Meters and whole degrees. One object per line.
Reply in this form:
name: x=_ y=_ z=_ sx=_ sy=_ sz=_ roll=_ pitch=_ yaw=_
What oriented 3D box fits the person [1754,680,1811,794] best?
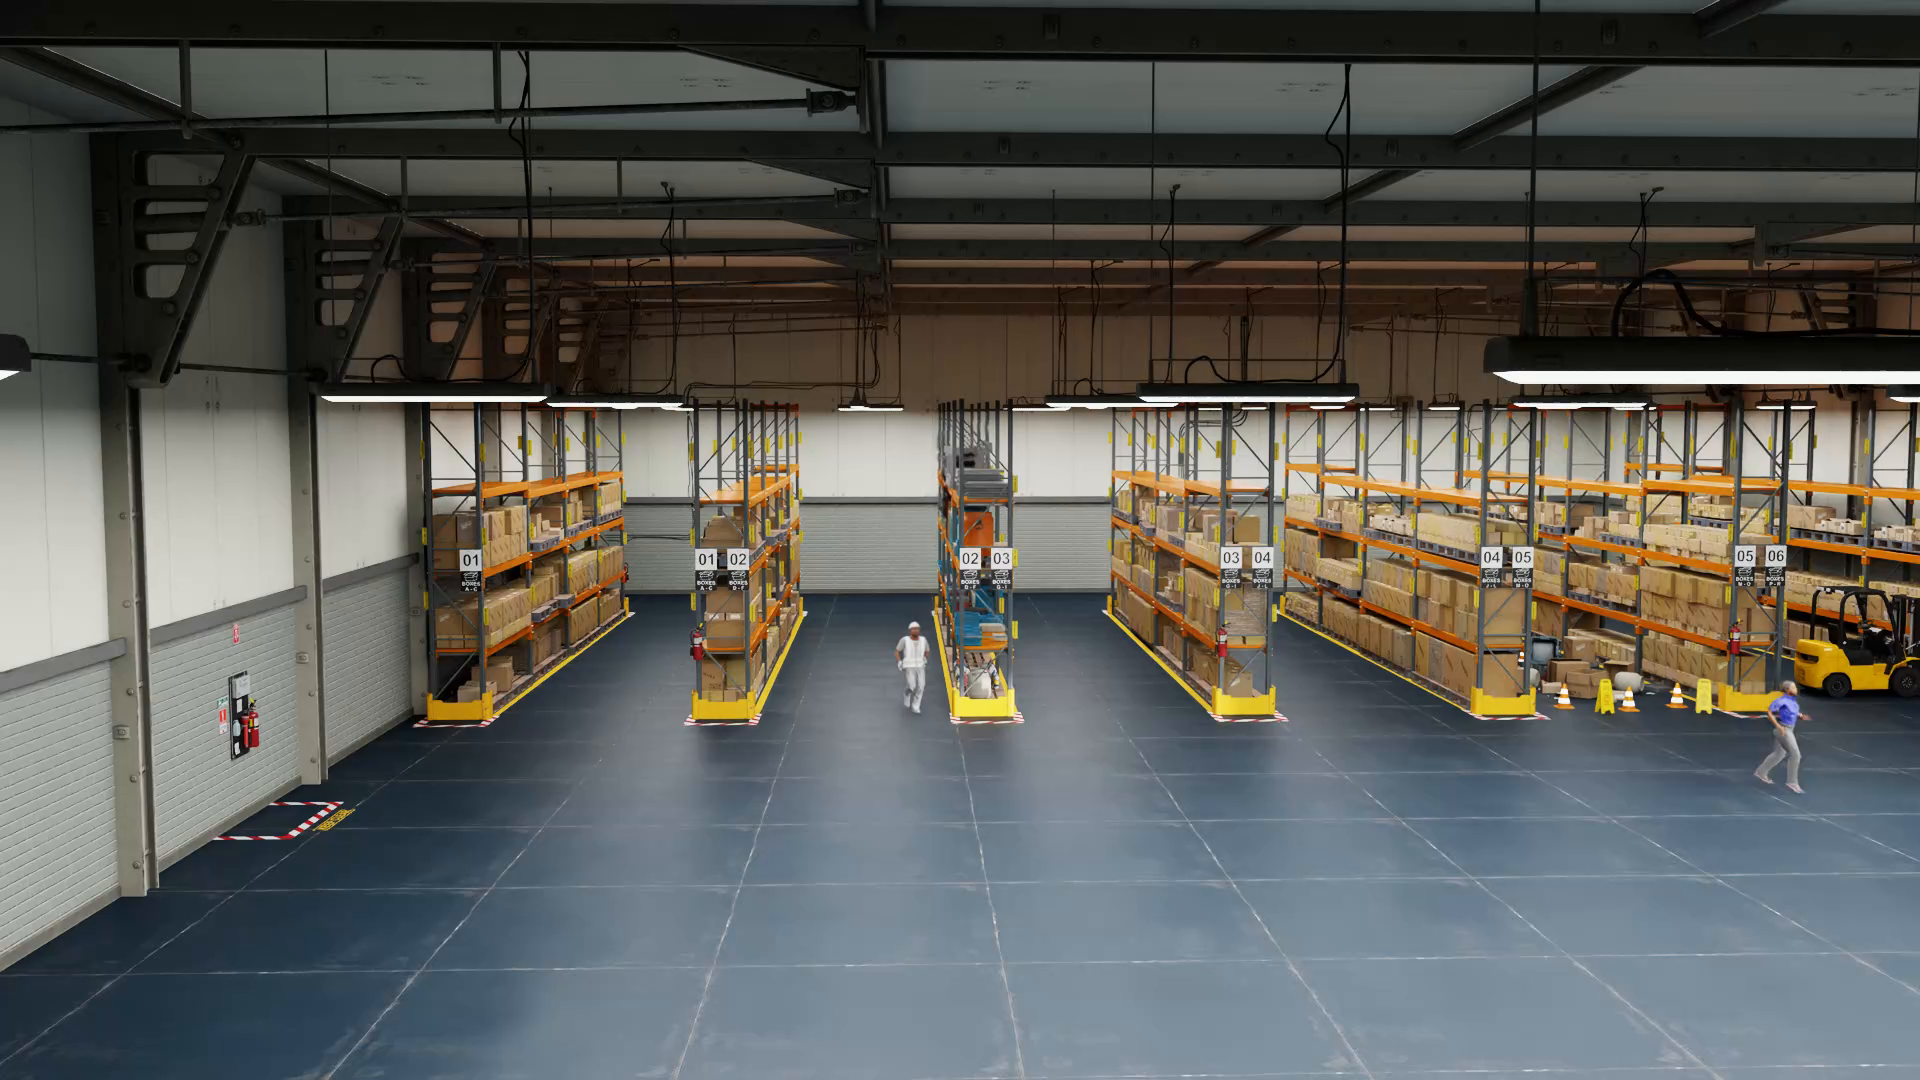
person: x=12.544 y=2.980 z=25.351 sx=0.743 sy=1.696 sz=0.570 roll=3 pitch=6 yaw=39

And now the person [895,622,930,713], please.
person: x=-0.866 y=2.438 z=31.799 sx=0.675 sy=1.723 sz=0.560 roll=-1 pitch=5 yaw=-17

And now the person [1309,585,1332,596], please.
person: x=10.536 y=1.196 z=48.924 sx=0.979 sy=1.605 sz=0.649 roll=3 pitch=5 yaw=32
